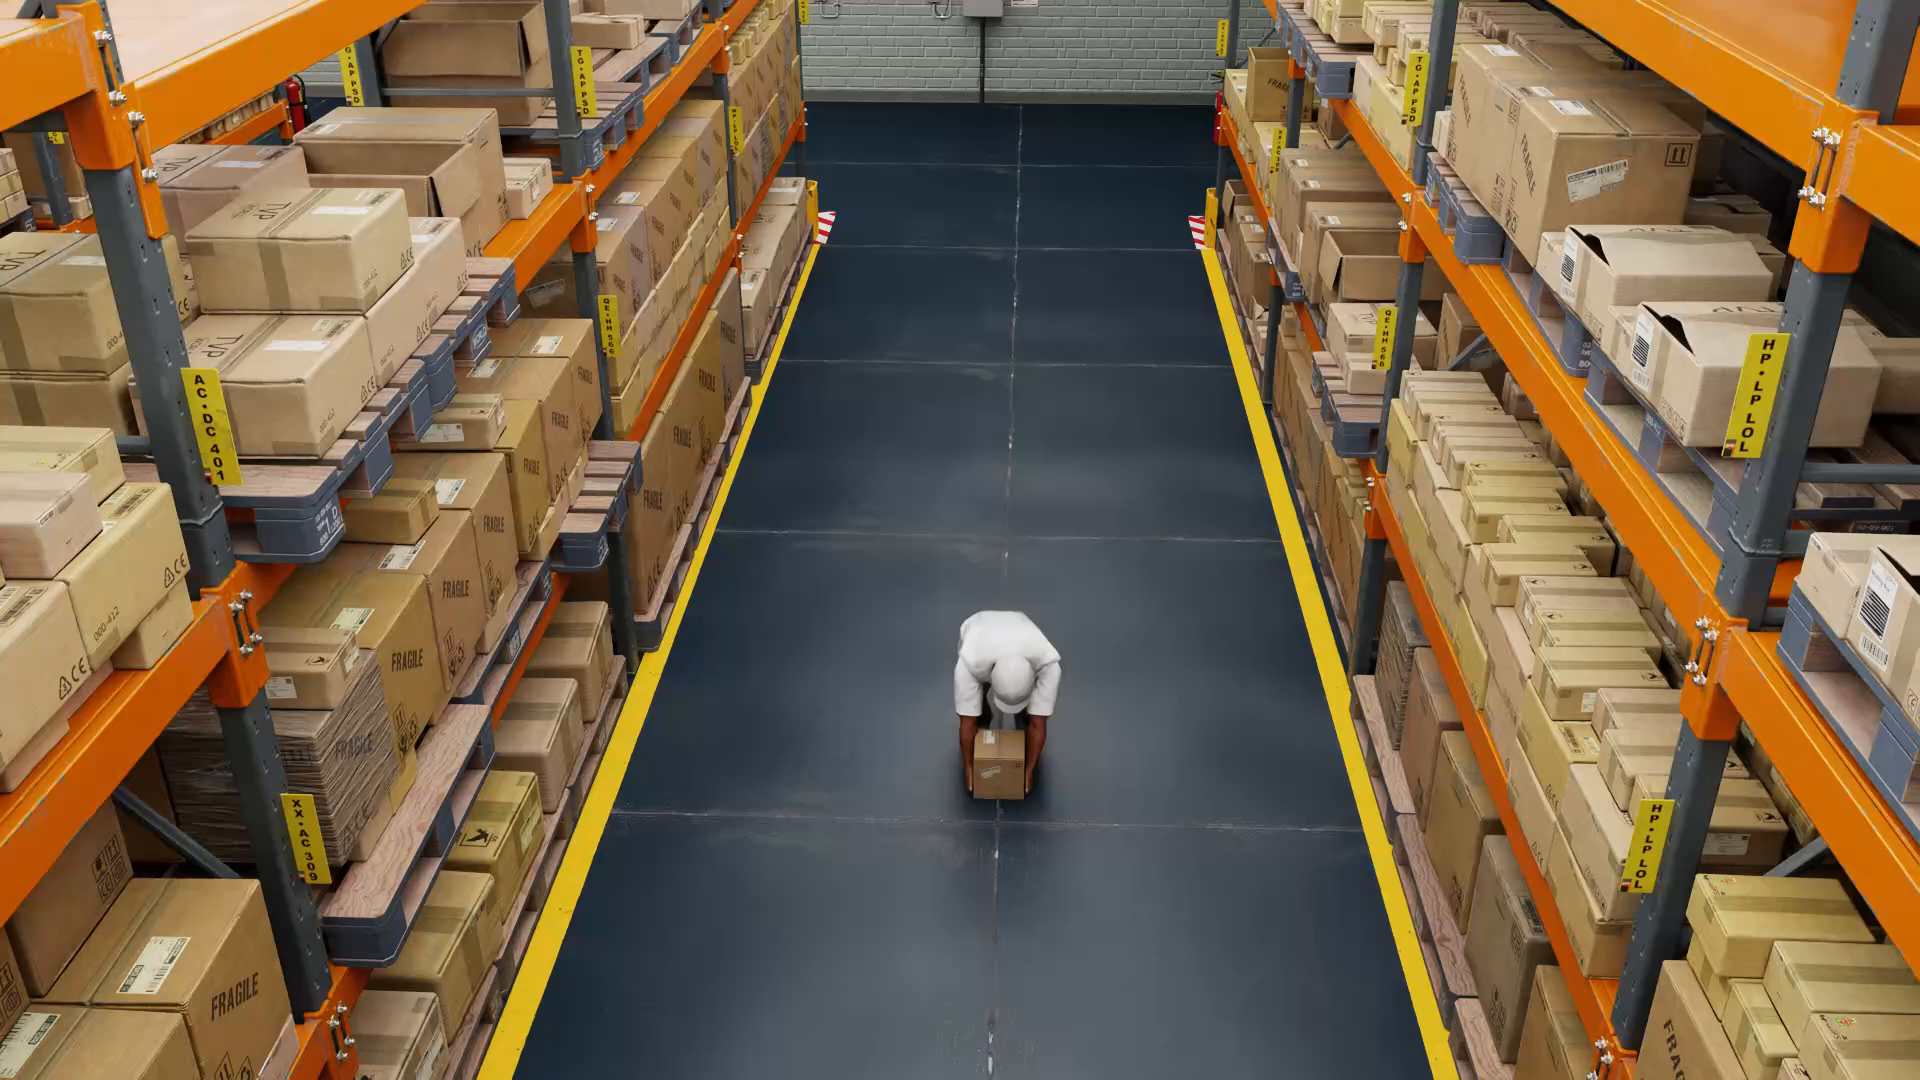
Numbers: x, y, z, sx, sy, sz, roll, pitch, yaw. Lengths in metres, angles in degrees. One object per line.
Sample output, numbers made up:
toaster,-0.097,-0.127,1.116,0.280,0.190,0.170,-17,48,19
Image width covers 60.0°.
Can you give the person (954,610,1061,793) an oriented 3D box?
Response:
person,0.239,0.771,8.460,0.531,0.851,0.947,0,28,1
